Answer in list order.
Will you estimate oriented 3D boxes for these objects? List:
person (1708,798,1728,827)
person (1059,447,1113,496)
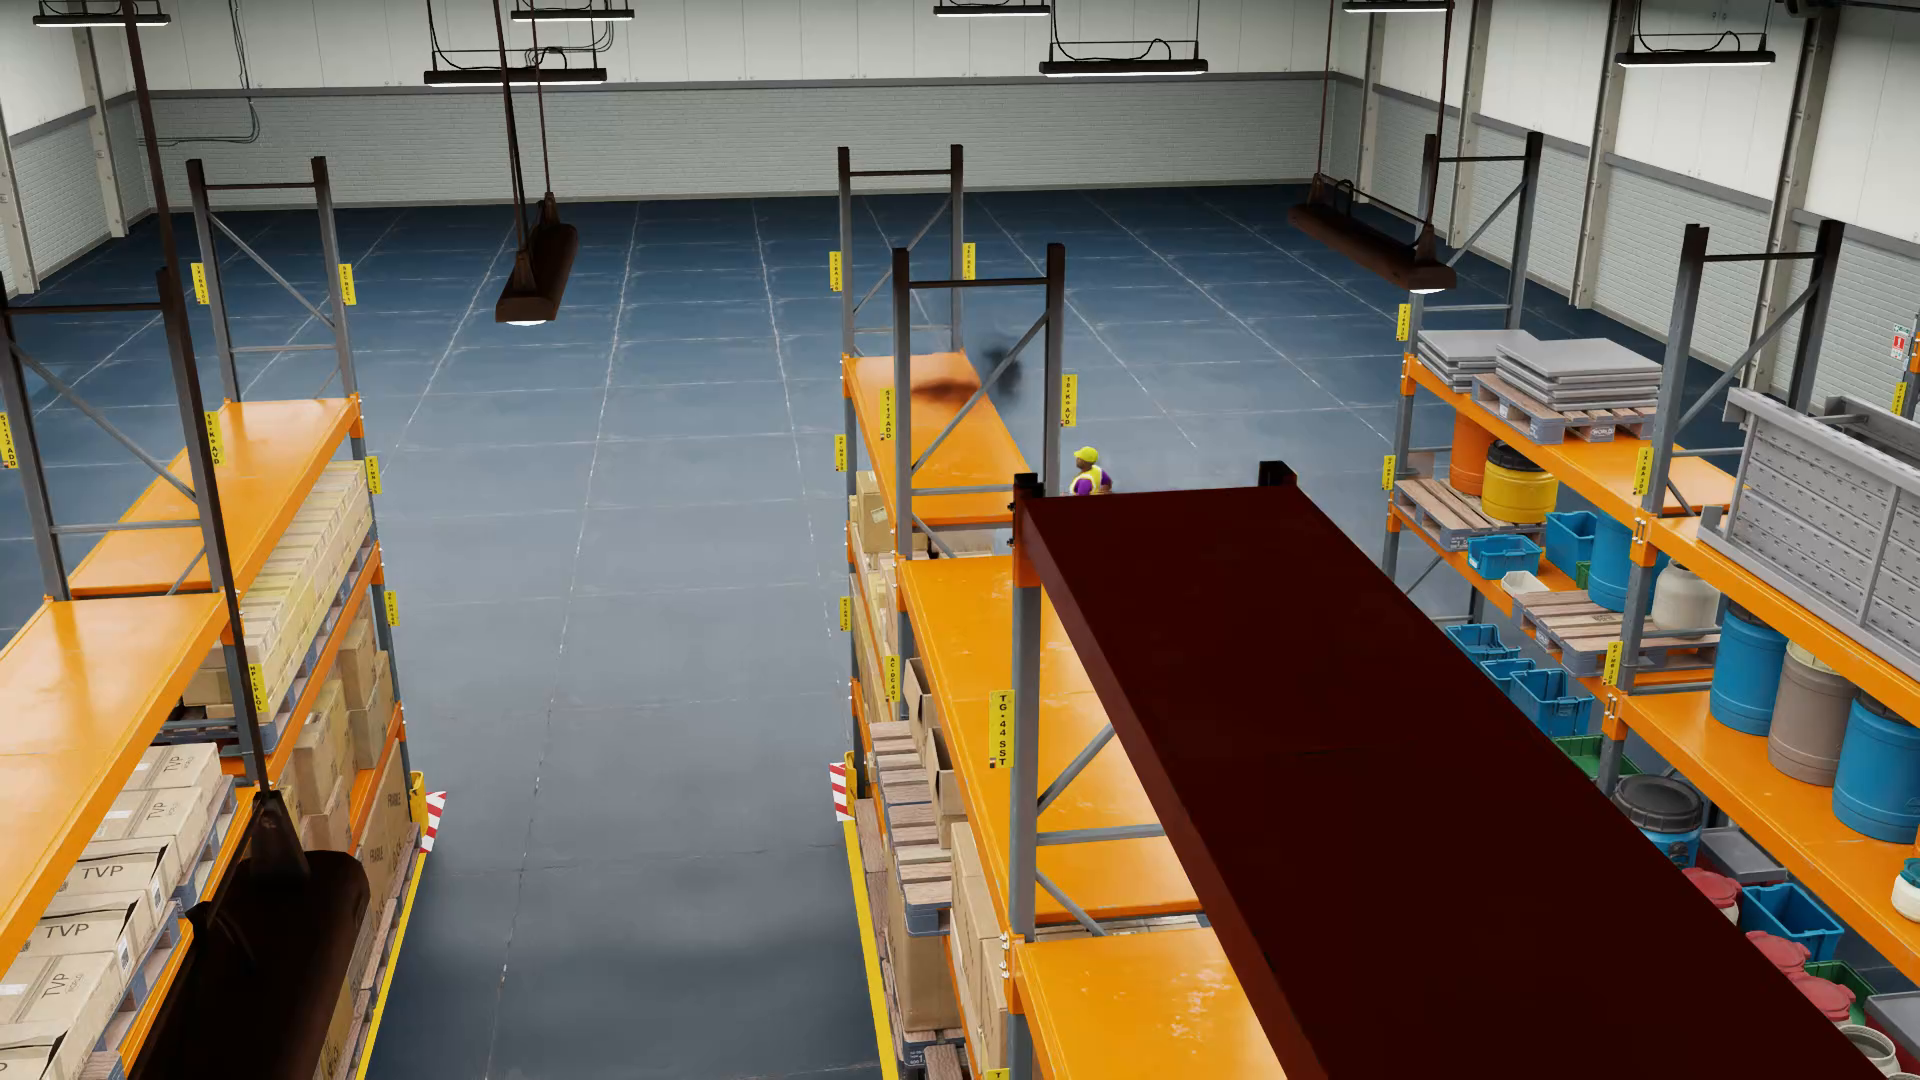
[{"bbox_3d":[6.550,2.068,14.181,0.603,1.756,0.629,-6,22,-15],"label":"person"},{"bbox_3d":[1.470,-0.267,19.941,0.728,1.798,0.670,4,22,9],"label":"person"}]
